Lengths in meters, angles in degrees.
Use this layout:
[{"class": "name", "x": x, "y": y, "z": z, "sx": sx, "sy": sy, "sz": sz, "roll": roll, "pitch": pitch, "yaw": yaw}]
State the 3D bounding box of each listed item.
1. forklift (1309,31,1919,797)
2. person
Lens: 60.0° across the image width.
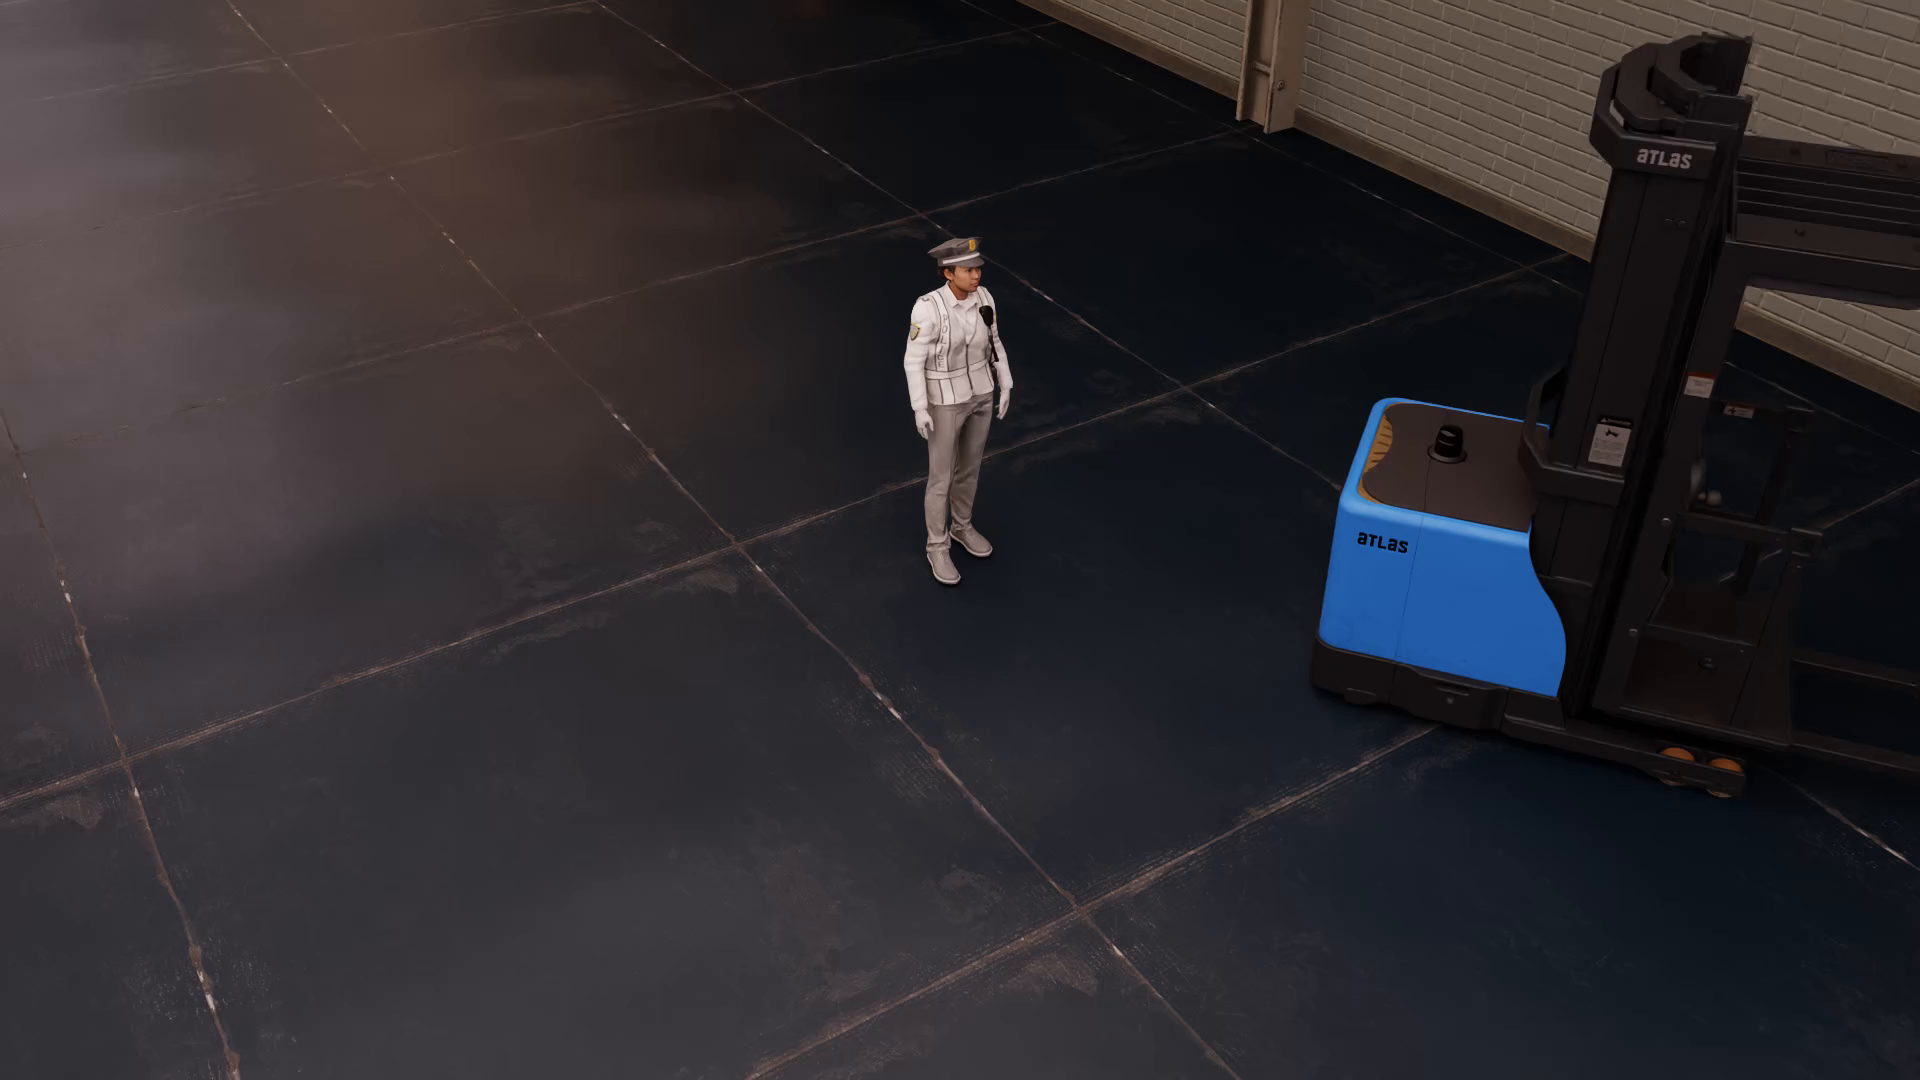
[{"class": "forklift", "x": 3.184, "y": -0.444, "z": 6.779, "sx": 3.031, "sy": 2.935, "sz": 1.130, "roll": 13, "pitch": 37, "yaw": 17}, {"class": "person", "x": 0.031, "y": -0.664, "z": 8.158, "sx": 0.588, "sy": 1.693, "sz": 0.533, "roll": -21, "pitch": 40, "yaw": -27}]
